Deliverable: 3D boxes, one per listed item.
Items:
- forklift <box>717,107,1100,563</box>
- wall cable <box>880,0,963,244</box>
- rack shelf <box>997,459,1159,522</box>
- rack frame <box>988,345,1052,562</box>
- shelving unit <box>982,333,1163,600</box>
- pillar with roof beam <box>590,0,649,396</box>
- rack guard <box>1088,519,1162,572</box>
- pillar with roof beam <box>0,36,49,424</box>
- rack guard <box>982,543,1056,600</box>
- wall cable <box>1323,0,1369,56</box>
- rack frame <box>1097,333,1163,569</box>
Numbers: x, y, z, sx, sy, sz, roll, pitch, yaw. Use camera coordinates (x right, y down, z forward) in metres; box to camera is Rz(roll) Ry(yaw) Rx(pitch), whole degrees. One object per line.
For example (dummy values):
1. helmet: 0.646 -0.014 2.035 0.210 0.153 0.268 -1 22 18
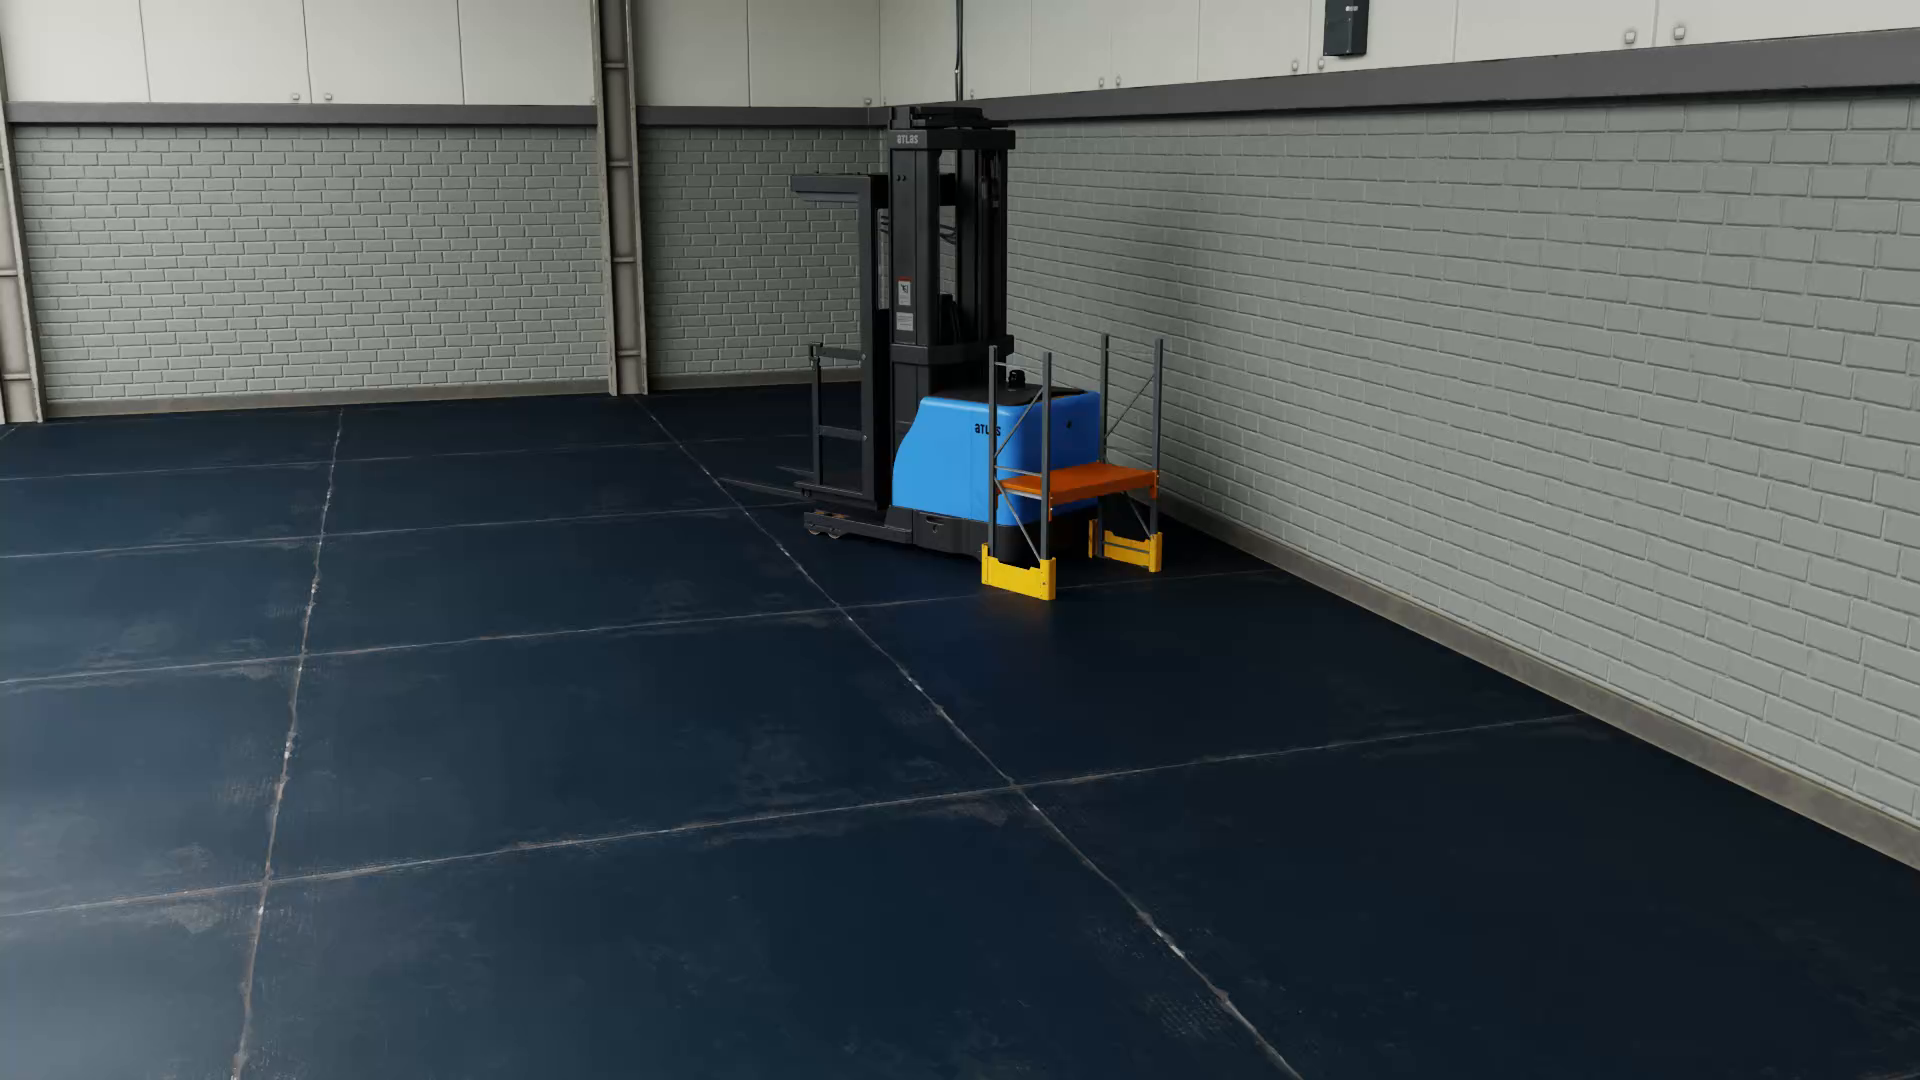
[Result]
1. forklift: -0.478 -1.518 11.692 3.031 2.935 1.130 11 17 39
2. wall cable: -0.479 -4.433 17.542 0.112 2.526 3.097 -4 14 -18
3. rack shelf: 0.730 -0.322 10.534 1.000 0.185 0.538 -12 18 -42
4. rack frame: 0.359 -0.417 10.154 0.032 1.500 0.500 -12 18 -42
5. shelving unit: 0.723 -0.496 10.487 1.083 1.500 0.587 -12 18 -42
6. pillar with roof beam: -2.320 -5.072 13.518 0.400 9.000 9.100 -4 14 -18
7. rack guard: 1.086 0.033 10.963 0.087 0.250 0.587 -12 18 -42
8. pillar with roof beam: -8.006 -4.629 11.657 0.400 9.000 9.100 -4 14 -18
9. rack guard: 0.360 0.191 10.299 0.087 0.250 0.587 -12 18 -42
10. wall cable: 2.534 -5.514 8.031 0.169 6.003 2.305 -4 14 -18
11. rack frame: 1.100 -0.578 10.831 0.032 1.500 0.500 -12 18 -42
